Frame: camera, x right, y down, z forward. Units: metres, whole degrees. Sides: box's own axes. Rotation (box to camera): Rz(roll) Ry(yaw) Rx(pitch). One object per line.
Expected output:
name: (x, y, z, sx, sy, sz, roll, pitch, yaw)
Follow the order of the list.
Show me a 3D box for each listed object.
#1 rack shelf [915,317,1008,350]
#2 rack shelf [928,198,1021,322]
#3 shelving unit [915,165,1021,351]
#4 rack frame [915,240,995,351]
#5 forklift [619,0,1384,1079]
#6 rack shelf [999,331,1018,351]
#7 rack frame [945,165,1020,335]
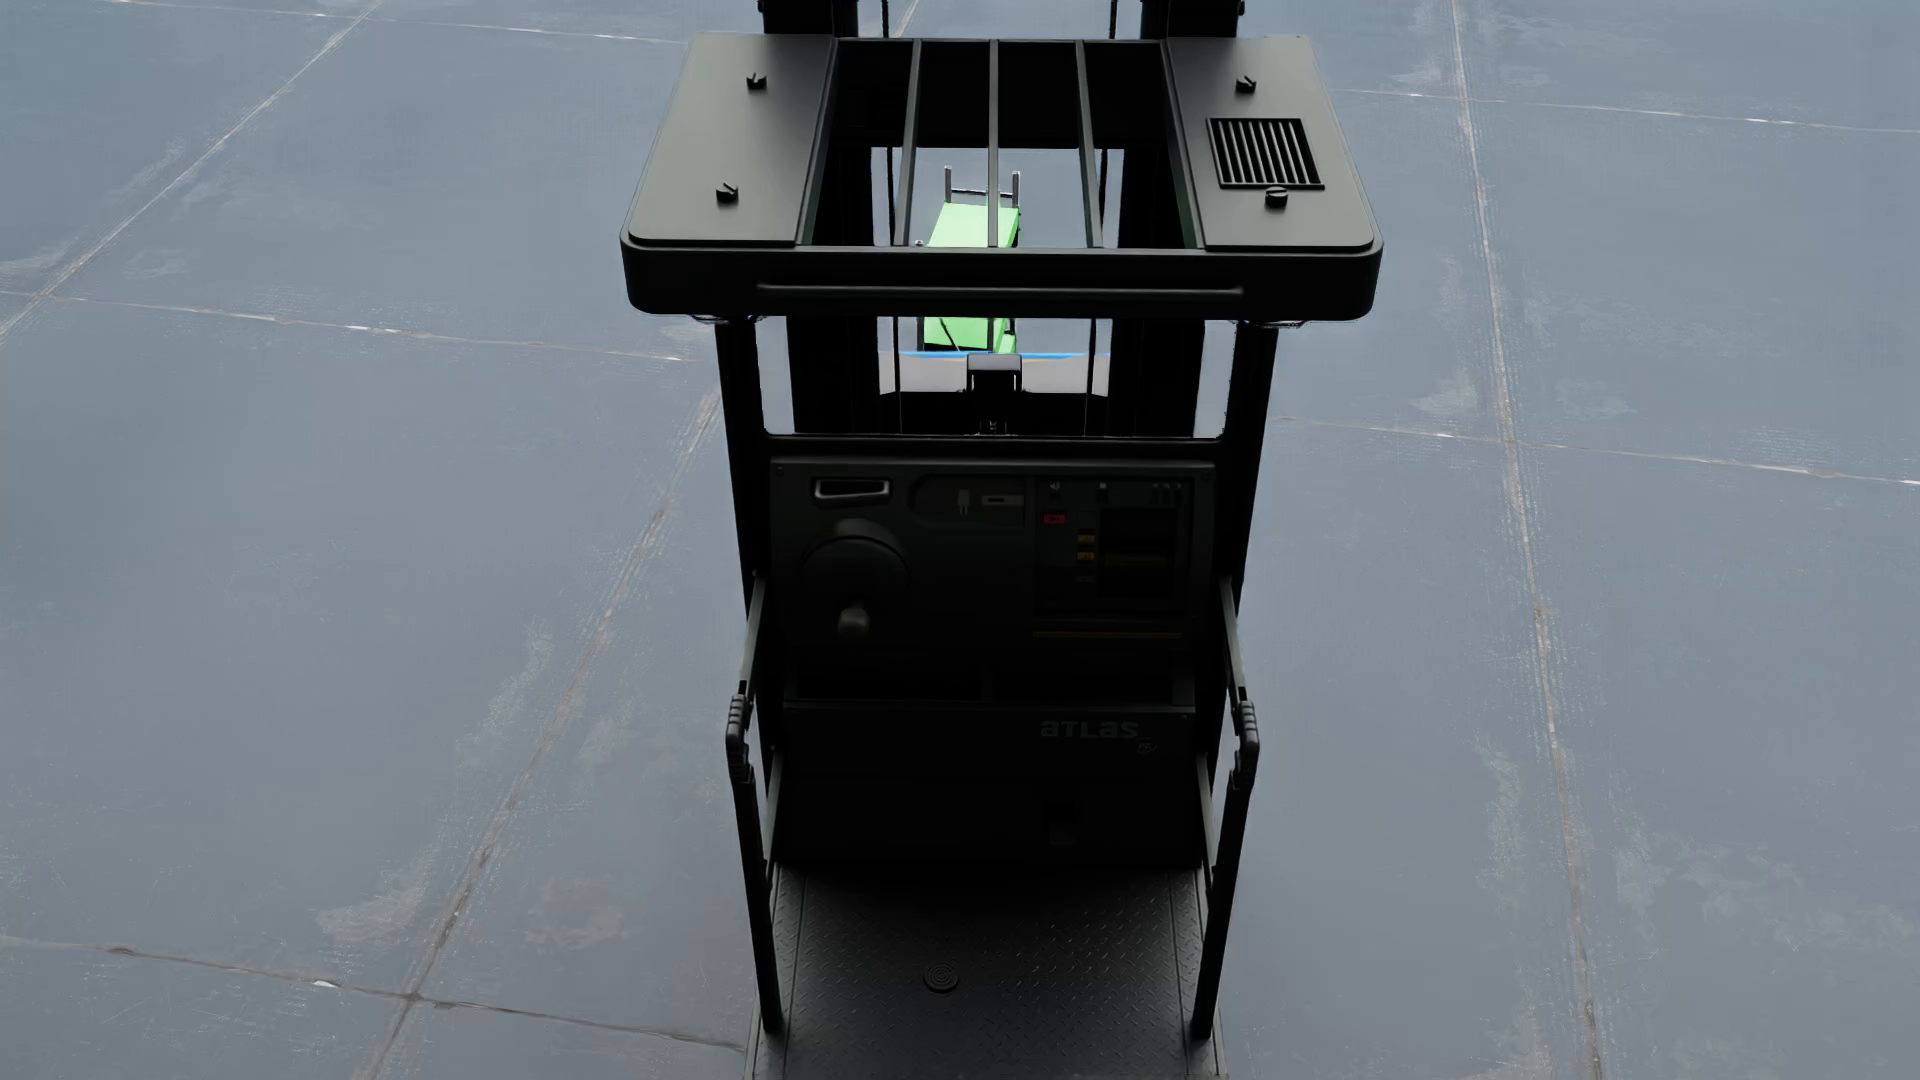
rack shelf: (0.029, -0.702, 5.381, 0.258, 0.148, 0.480, 6, 40, 8)
rack shelf: (0.029, -0.887, 5.228, 0.258, 0.148, 0.480, 6, 40, 8)
shelving unit: (0.029, -0.566, 5.493, 0.258, 1.200, 0.503, 6, 40, 8)
rack frame: (-0.014, -0.413, 5.308, 0.240, 1.200, 0.015, 6, 40, 8)
forklift: (0.065, 0.095, 3.335, 1.130, 2.935, 3.031, 1, 40, 1)
rack shelf: (0.029, -0.517, 5.534, 0.258, 0.148, 0.480, 6, 40, 8)
rack frame: (0.071, -0.719, 5.679, 0.240, 1.200, 0.015, 6, 40, 8)
